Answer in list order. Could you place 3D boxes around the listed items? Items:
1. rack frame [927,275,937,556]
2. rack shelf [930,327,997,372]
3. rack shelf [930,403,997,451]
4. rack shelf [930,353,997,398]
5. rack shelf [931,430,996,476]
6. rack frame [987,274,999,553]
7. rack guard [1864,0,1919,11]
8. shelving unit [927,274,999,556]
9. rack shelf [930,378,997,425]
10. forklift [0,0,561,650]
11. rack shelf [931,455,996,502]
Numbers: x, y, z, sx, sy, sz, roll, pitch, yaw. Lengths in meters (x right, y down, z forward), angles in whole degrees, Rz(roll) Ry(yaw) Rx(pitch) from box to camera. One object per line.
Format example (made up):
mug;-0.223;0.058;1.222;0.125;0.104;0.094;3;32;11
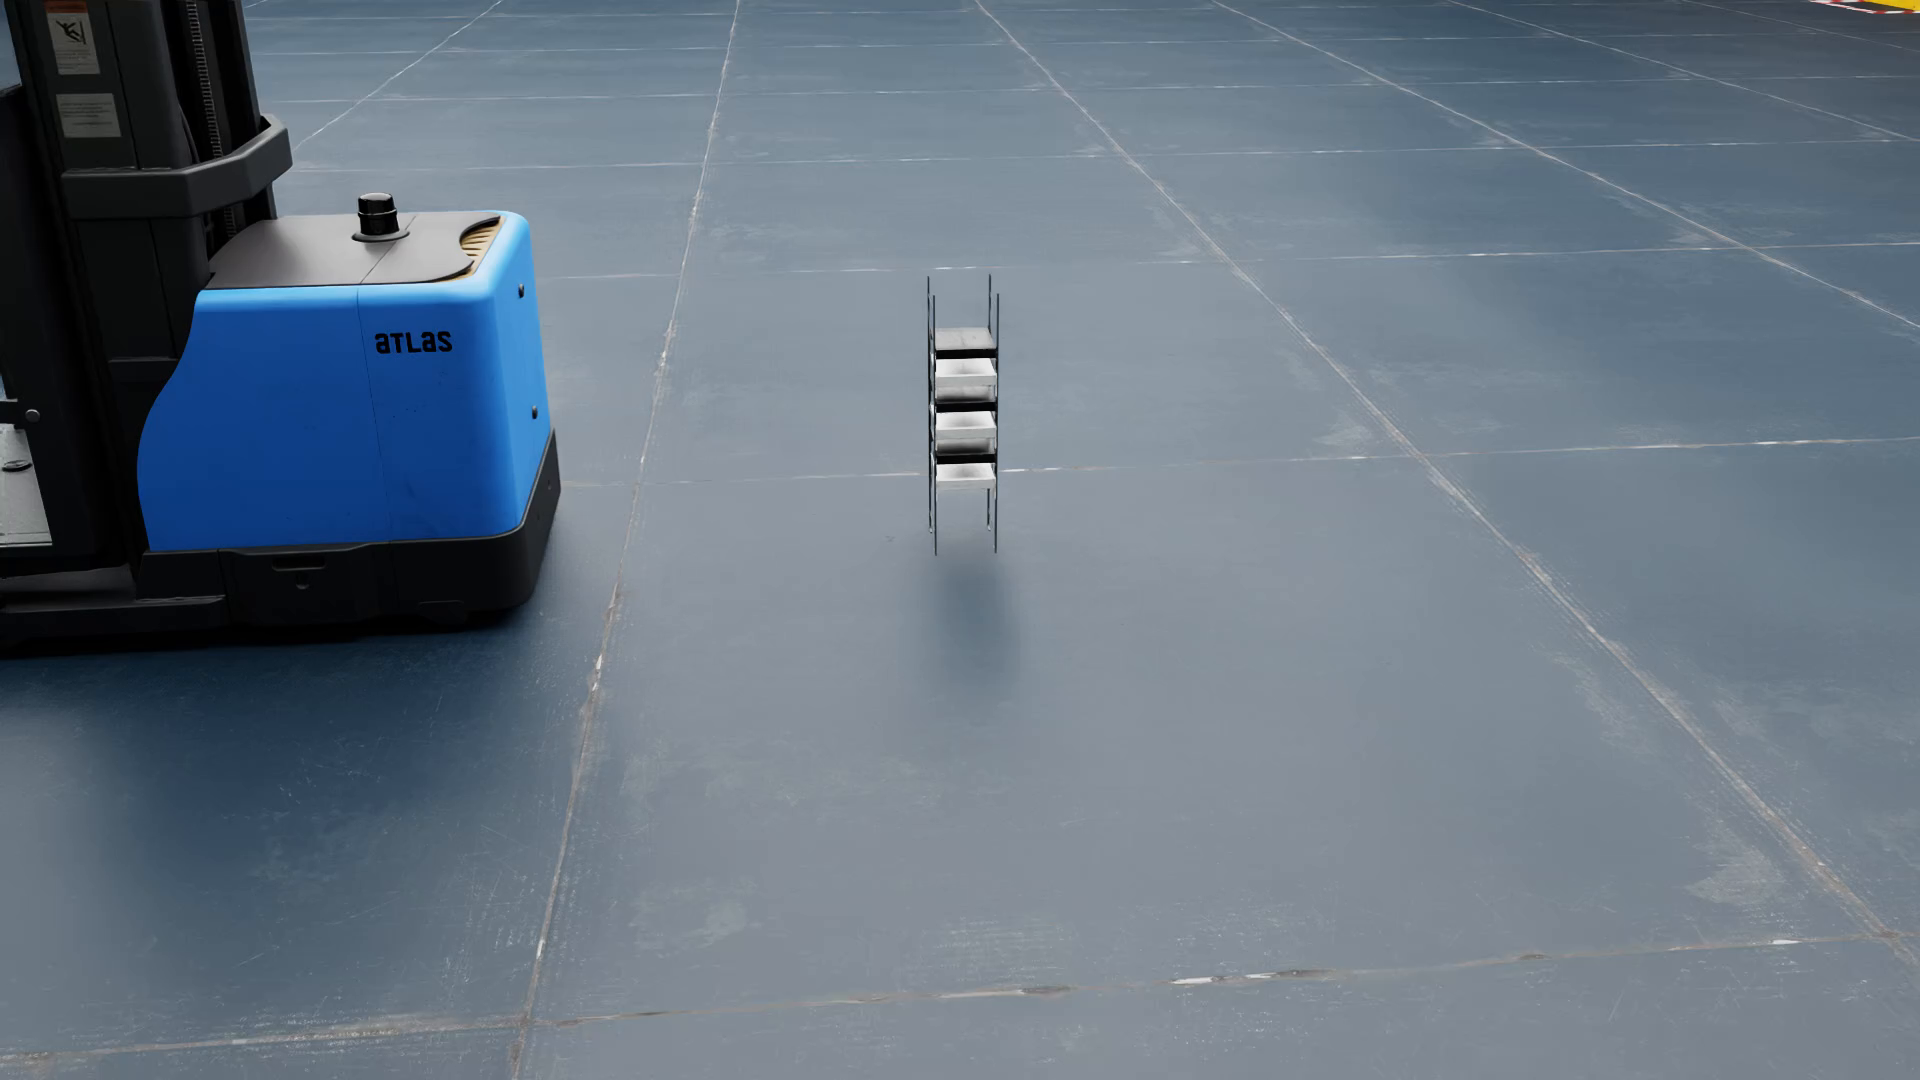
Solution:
rack frame;-0.093;-0.407;5.521;0.006;0.900;0.240;-2;24;-5
rack shelf;0.008;-0.628;5.434;0.200;0.077;0.258;-2;24;-5
rack shelf;0.008;-0.381;5.543;0.200;0.077;0.258;-2;24;-5
rack shelf;0.008;-0.546;5.470;0.200;0.077;0.258;-2;24;-5
rack shelf;0.008;-0.299;5.580;0.200;0.077;0.258;-2;24;-5
rack frame;0.109;-0.416;5.539;0.006;0.900;0.240;-2;24;-5
rack guard;11.688;-6.856;20.521;0.348;0.500;1.175;-2;24;-5
shelving unit;0.008;-0.412;5.530;0.210;0.900;0.258;-2;24;-5
rack shelf;0.008;-0.463;5.507;0.200;0.077;0.258;-2;24;-5
forklift;-2.879;-1.207;4.818;3.031;2.935;1.130;-3;24;-6
rack shelf;0.008;-0.217;5.616;0.200;0.077;0.258;-2;24;-5
